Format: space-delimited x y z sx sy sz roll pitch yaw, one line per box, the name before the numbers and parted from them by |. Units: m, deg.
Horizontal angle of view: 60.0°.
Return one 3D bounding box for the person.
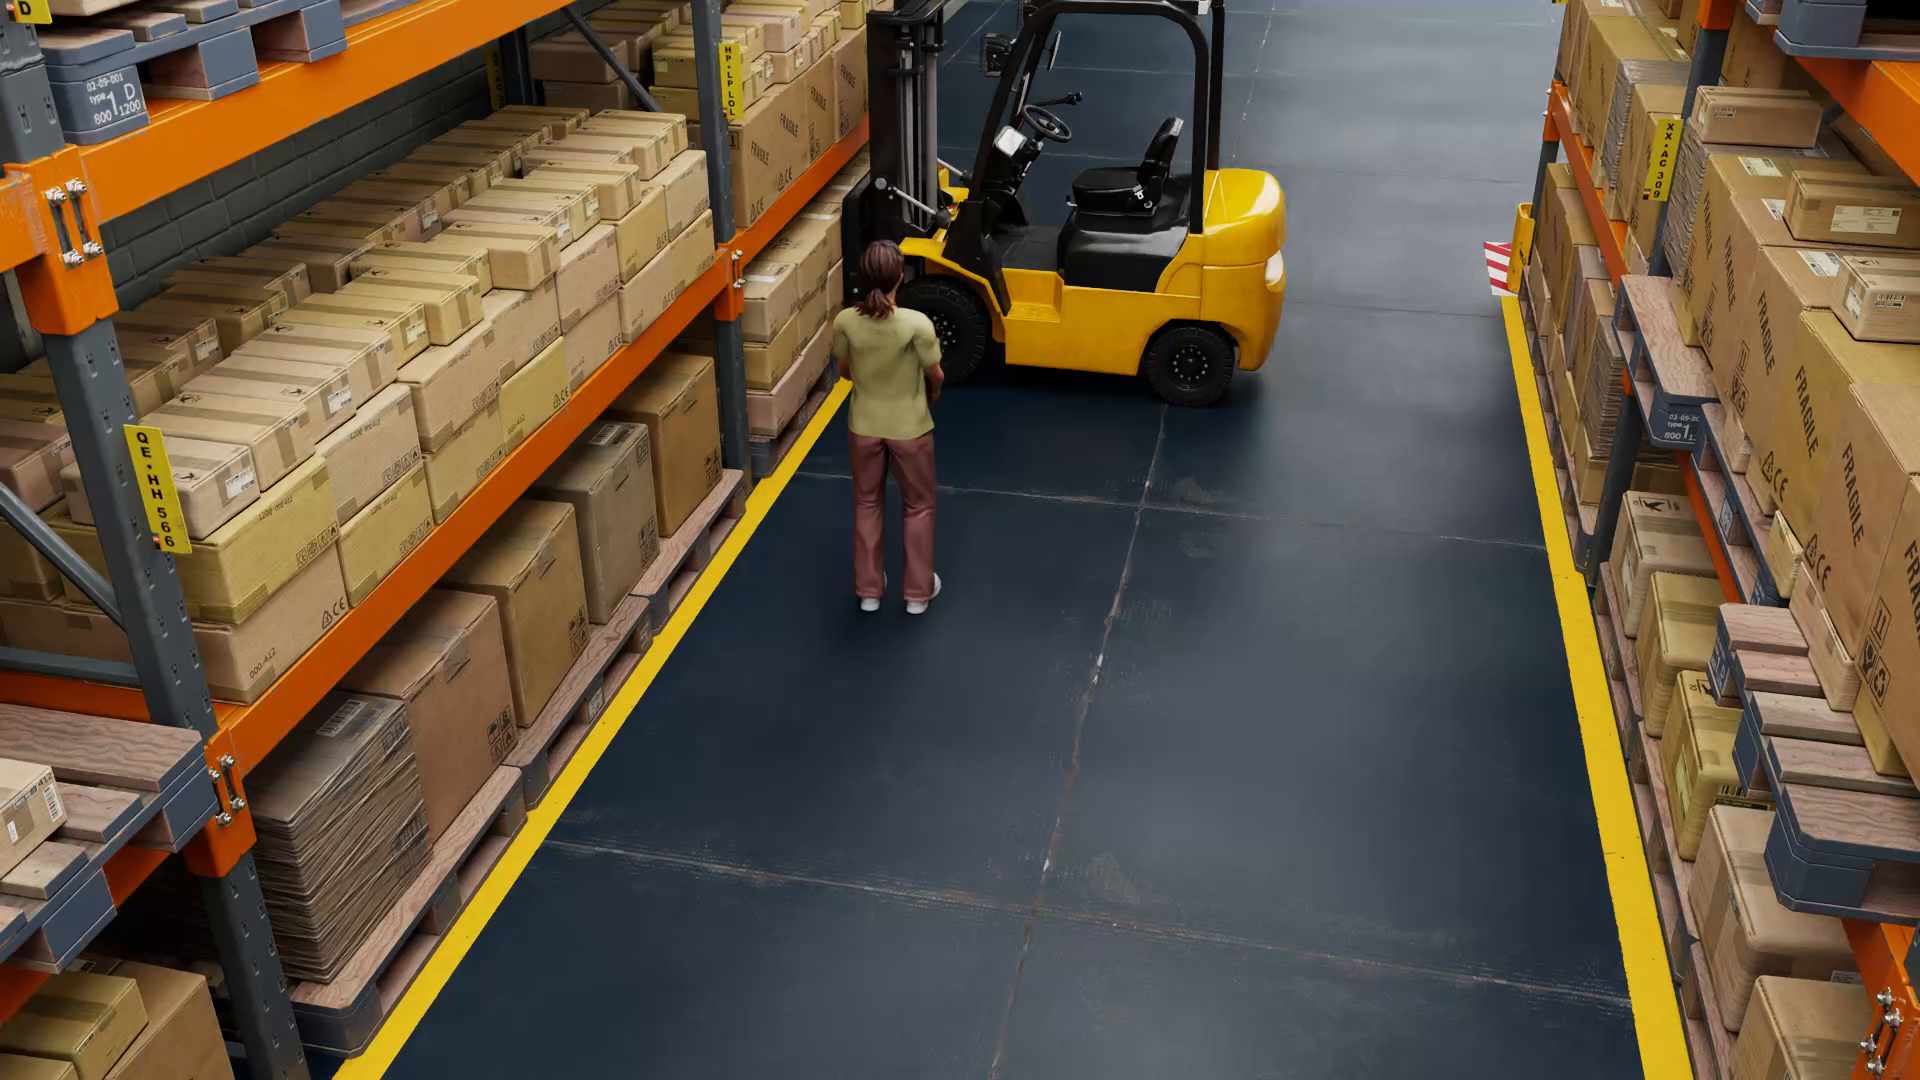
person | -0.283 -0.485 7.004 0.452 1.672 0.523 6 29 10
